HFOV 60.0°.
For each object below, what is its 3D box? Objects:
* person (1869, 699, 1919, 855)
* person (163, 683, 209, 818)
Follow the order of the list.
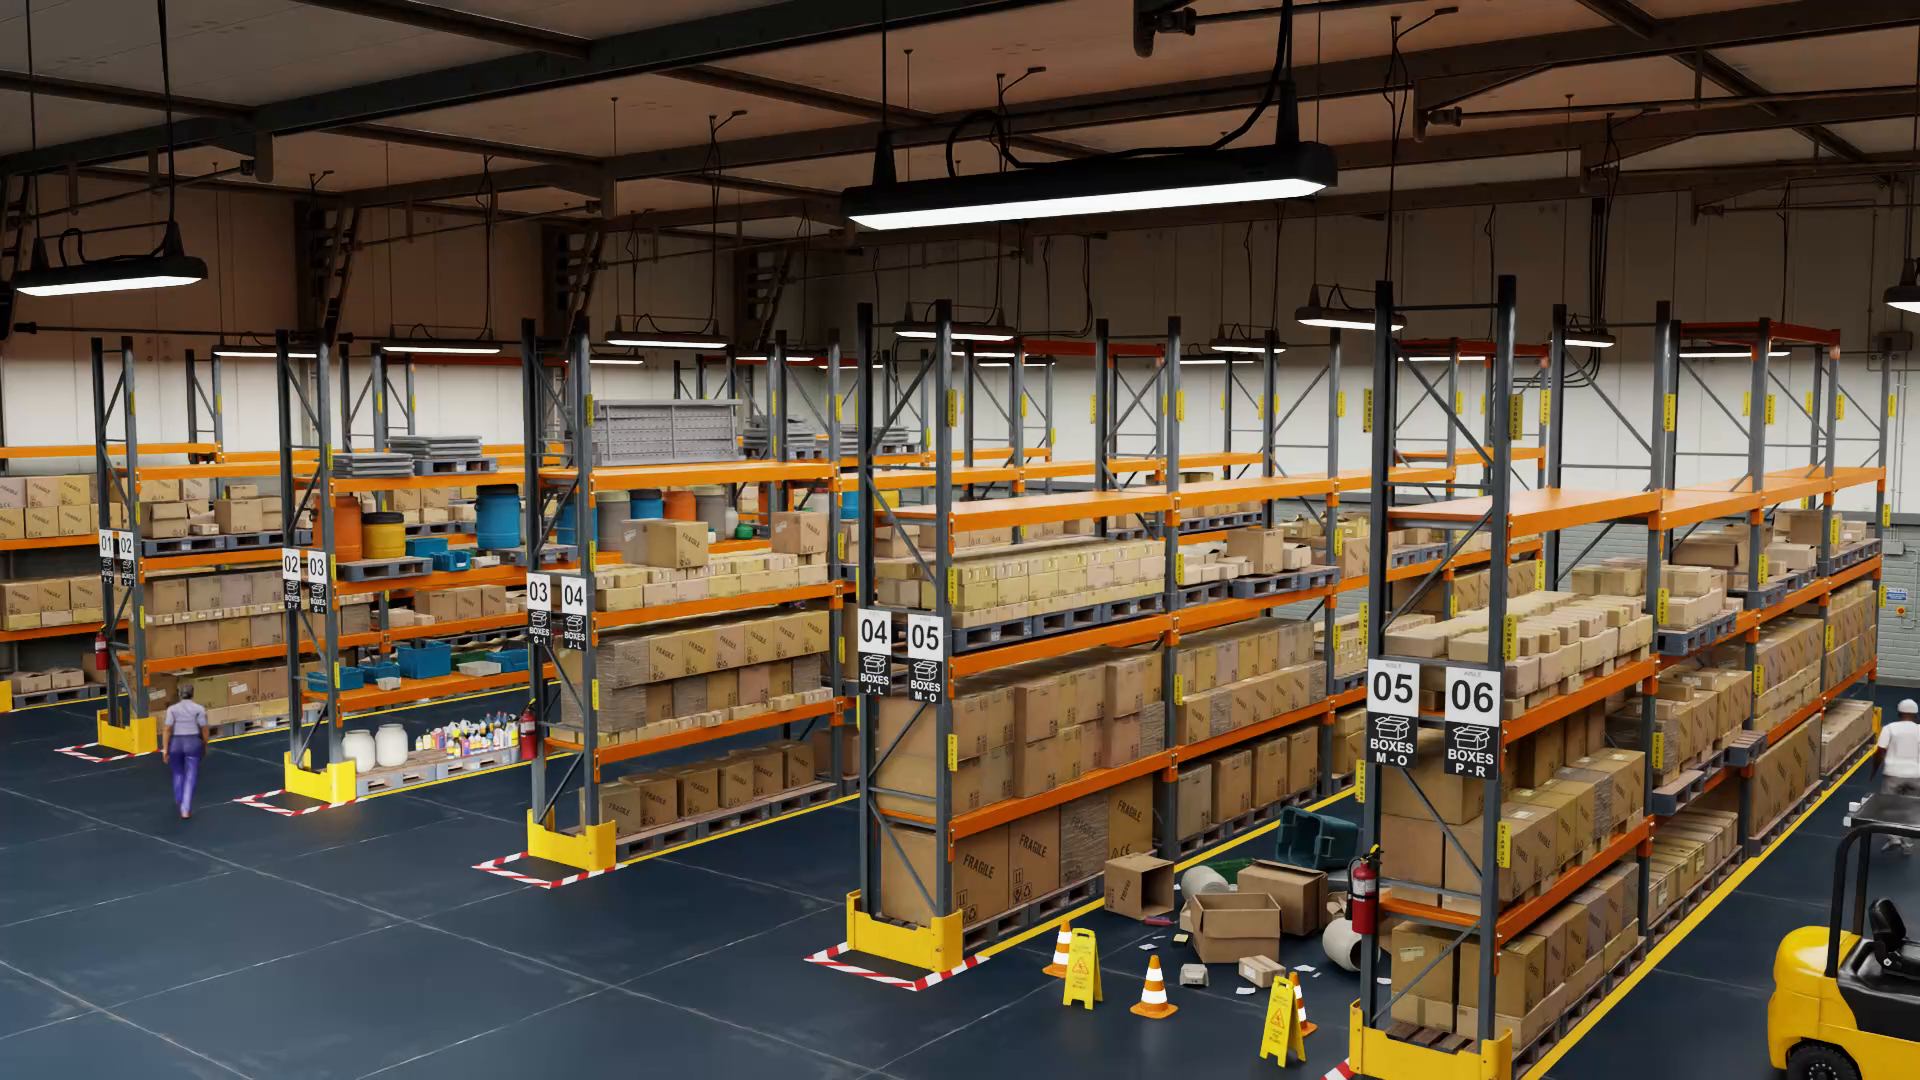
[{"bbox_3d":[10.649,2.681,18.749,0.647,1.731,0.673,1,5,16],"label":"person"},{"bbox_3d":[-9.536,2.558,20.523,0.534,1.600,0.896,-1,5,-9],"label":"person"}]
